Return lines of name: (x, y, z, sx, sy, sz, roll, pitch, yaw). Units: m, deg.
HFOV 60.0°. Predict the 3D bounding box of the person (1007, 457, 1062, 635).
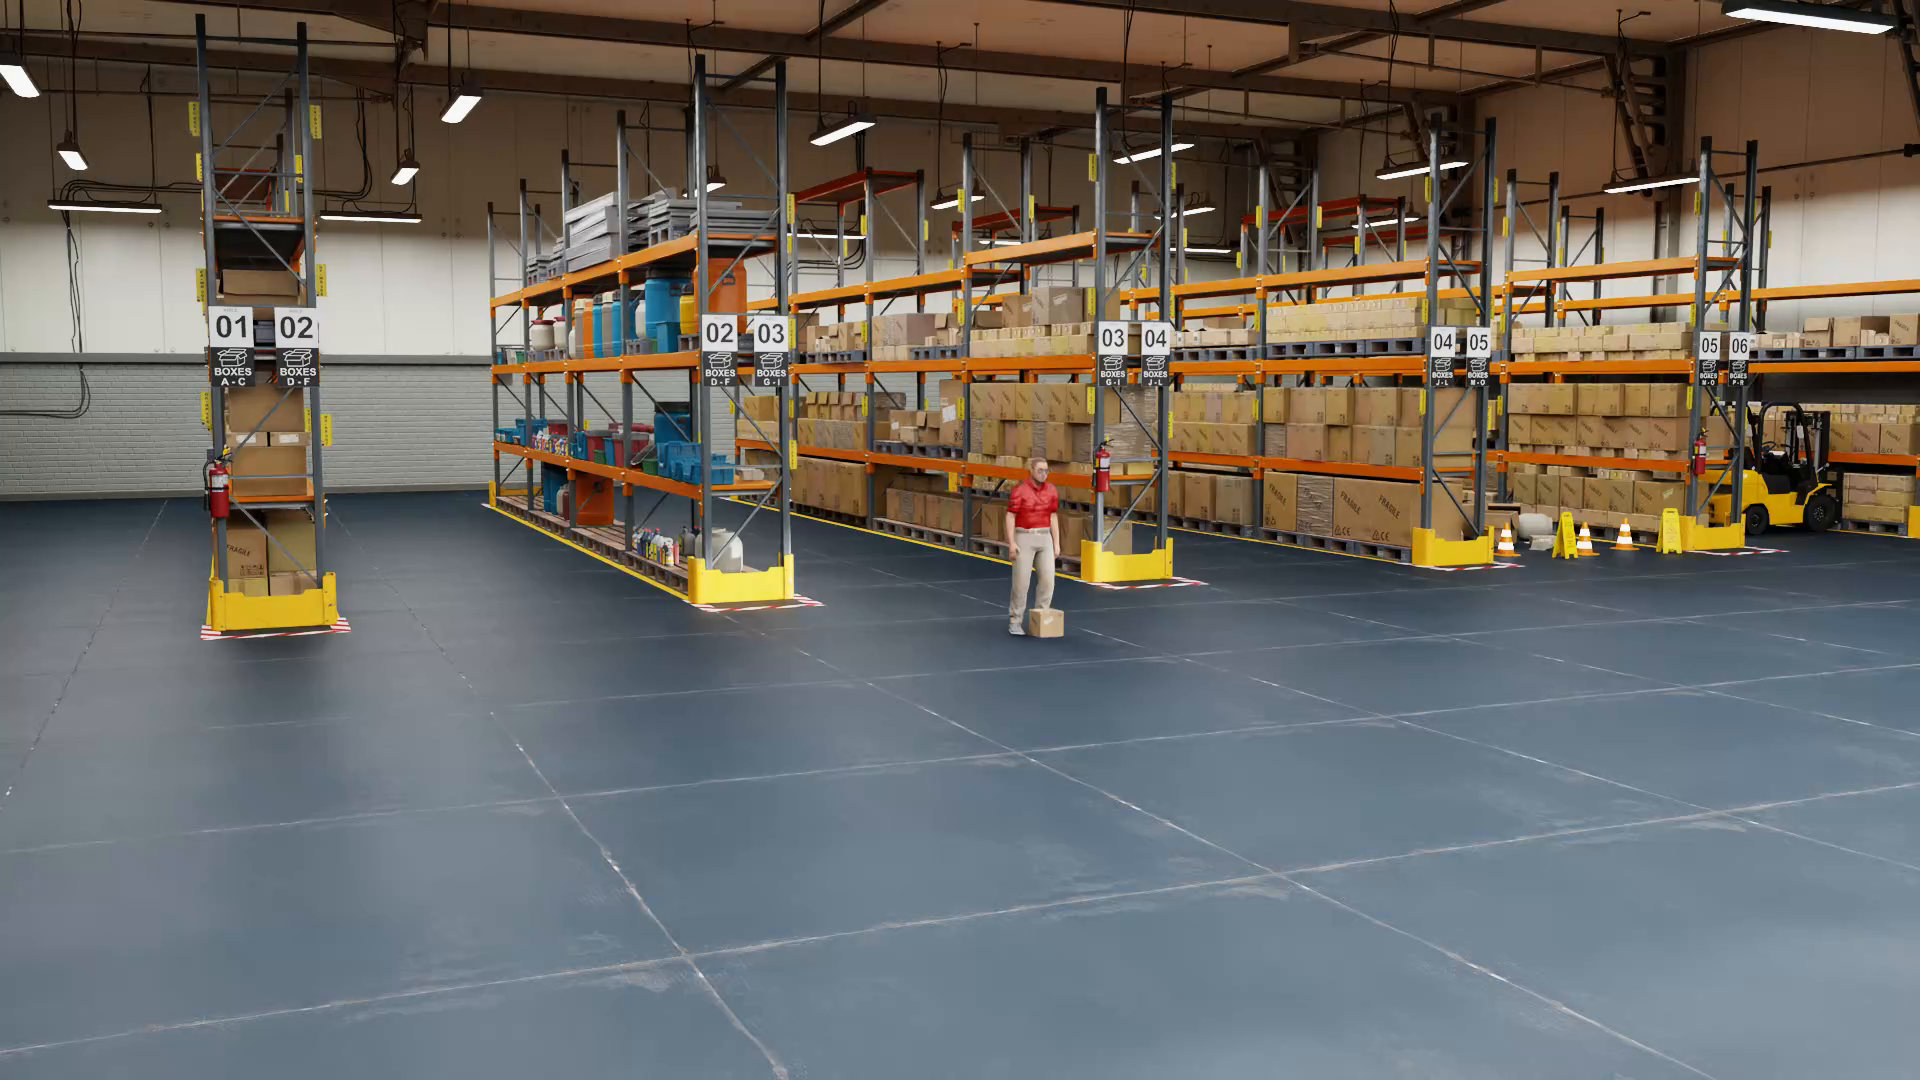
person: (0.731, 0.048, 16.314, 0.604, 1.726, 0.394, -3, 6, -27)
